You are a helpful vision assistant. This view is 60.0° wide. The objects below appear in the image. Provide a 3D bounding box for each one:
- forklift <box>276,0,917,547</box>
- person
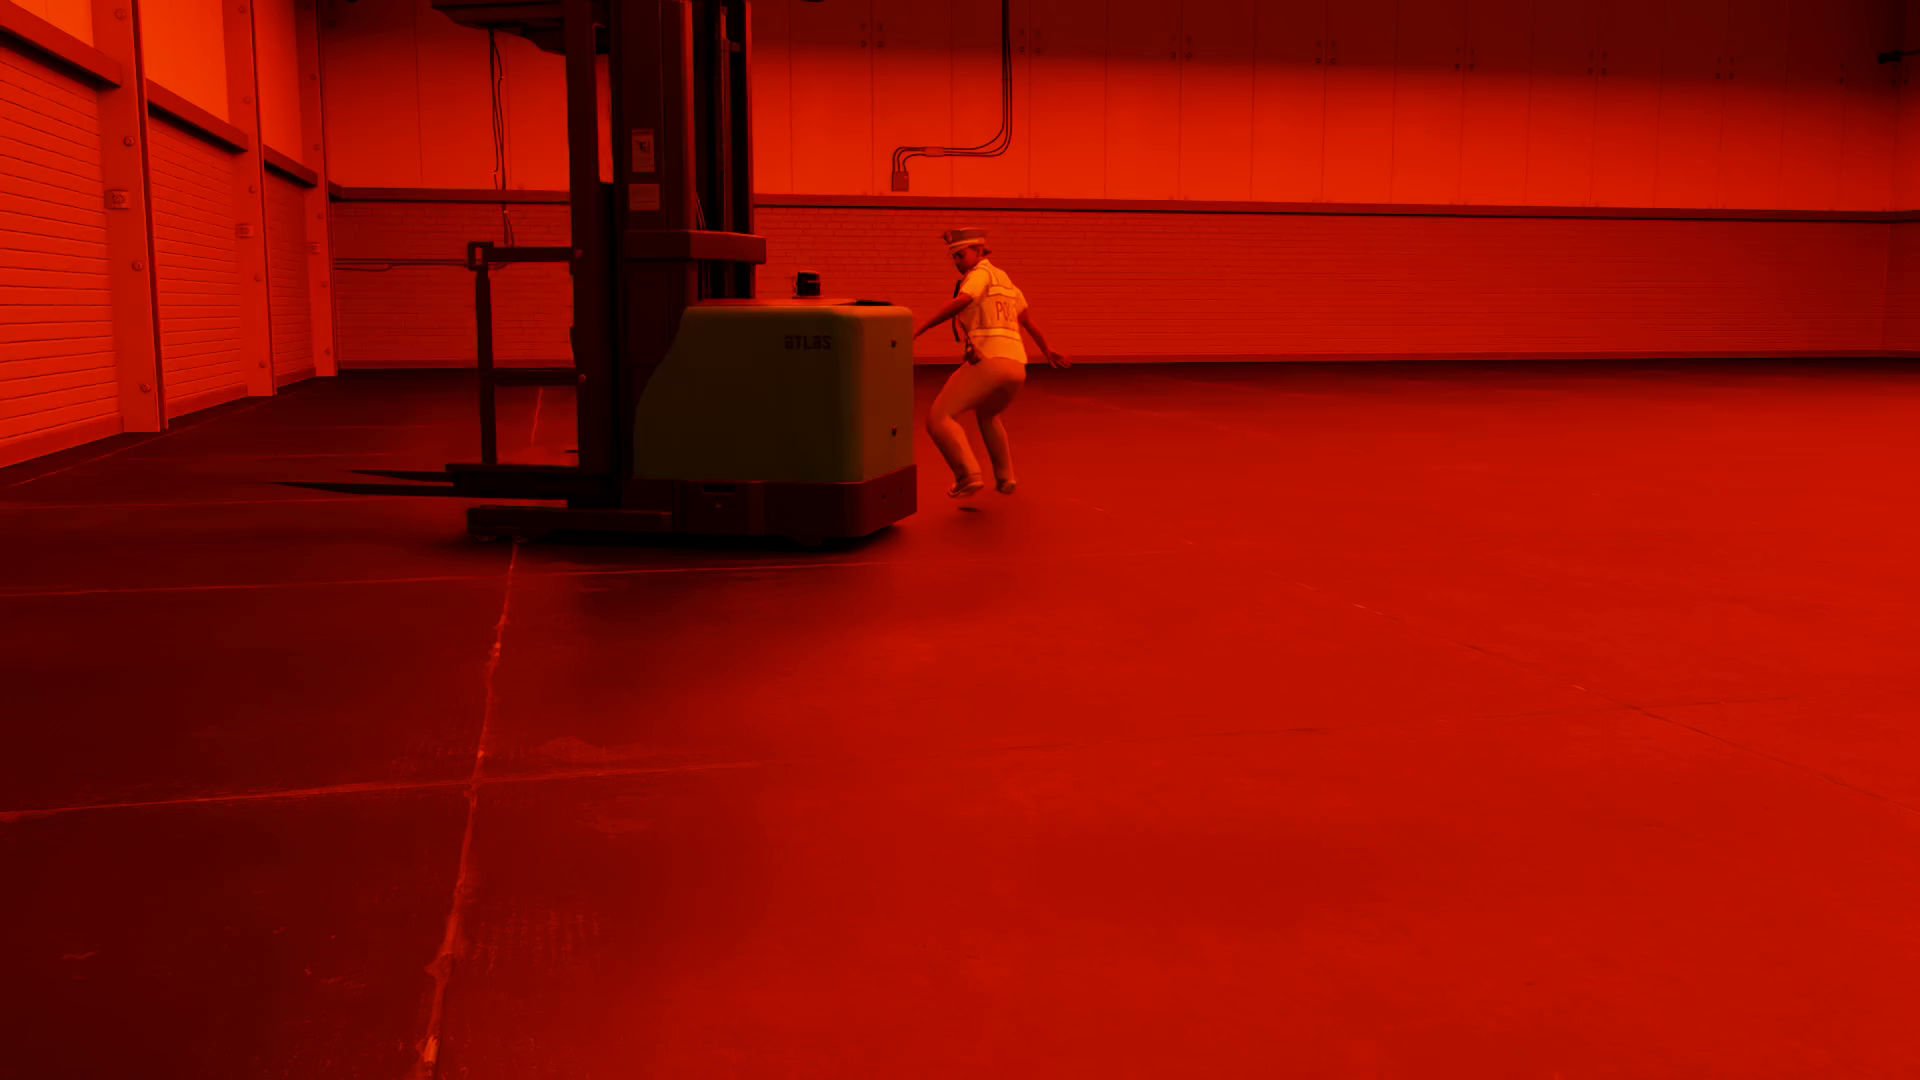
[{"bbox_3d":[-1.785,-1.506,7.892,3.031,2.935,1.130,2,8,13],"label":"forklift"},{"bbox_3d":[0.155,-0.927,9.268,0.506,1.603,1.065,5,9,32],"label":"person"}]
